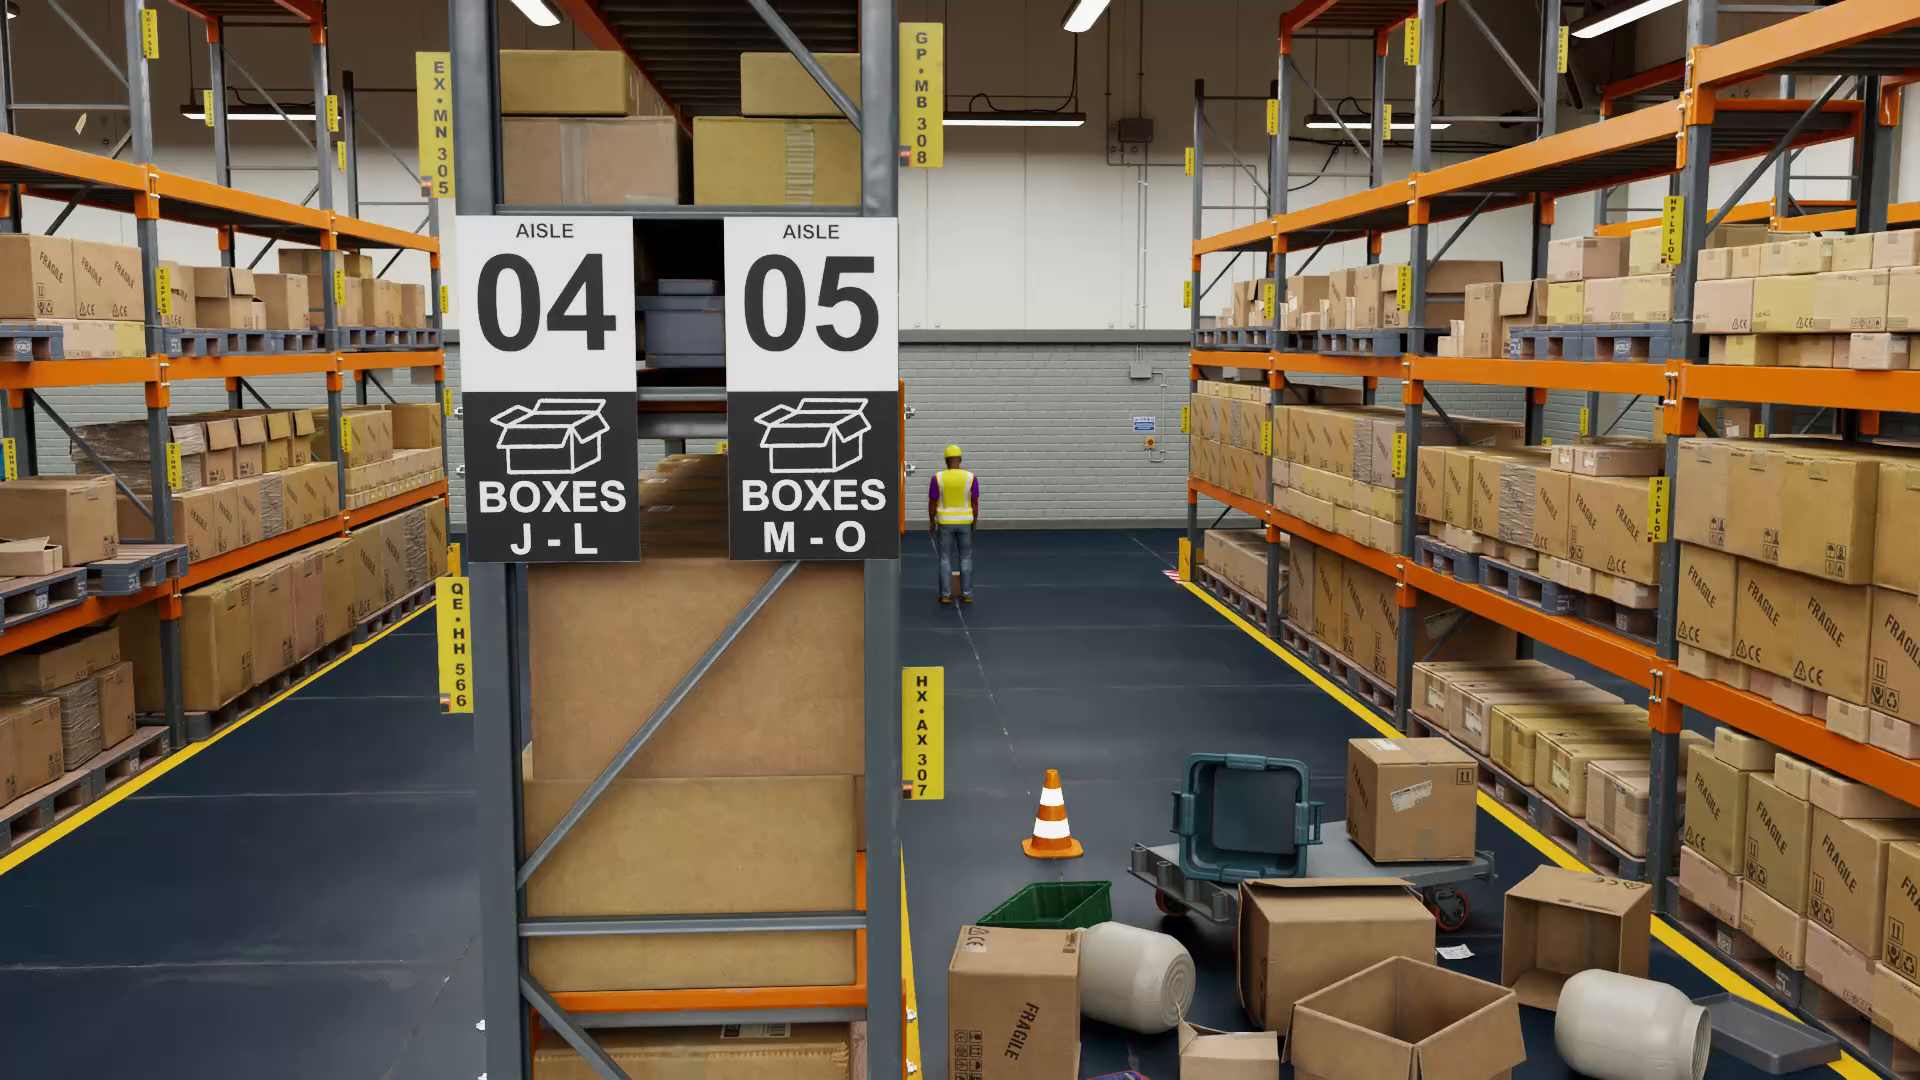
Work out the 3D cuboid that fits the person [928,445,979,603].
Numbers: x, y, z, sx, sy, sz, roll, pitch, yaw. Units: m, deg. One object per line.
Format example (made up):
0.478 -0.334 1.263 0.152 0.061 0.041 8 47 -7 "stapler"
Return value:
-0.074 -0.183 18.685 0.566 1.762 0.366 -1 7 -4 "person"
